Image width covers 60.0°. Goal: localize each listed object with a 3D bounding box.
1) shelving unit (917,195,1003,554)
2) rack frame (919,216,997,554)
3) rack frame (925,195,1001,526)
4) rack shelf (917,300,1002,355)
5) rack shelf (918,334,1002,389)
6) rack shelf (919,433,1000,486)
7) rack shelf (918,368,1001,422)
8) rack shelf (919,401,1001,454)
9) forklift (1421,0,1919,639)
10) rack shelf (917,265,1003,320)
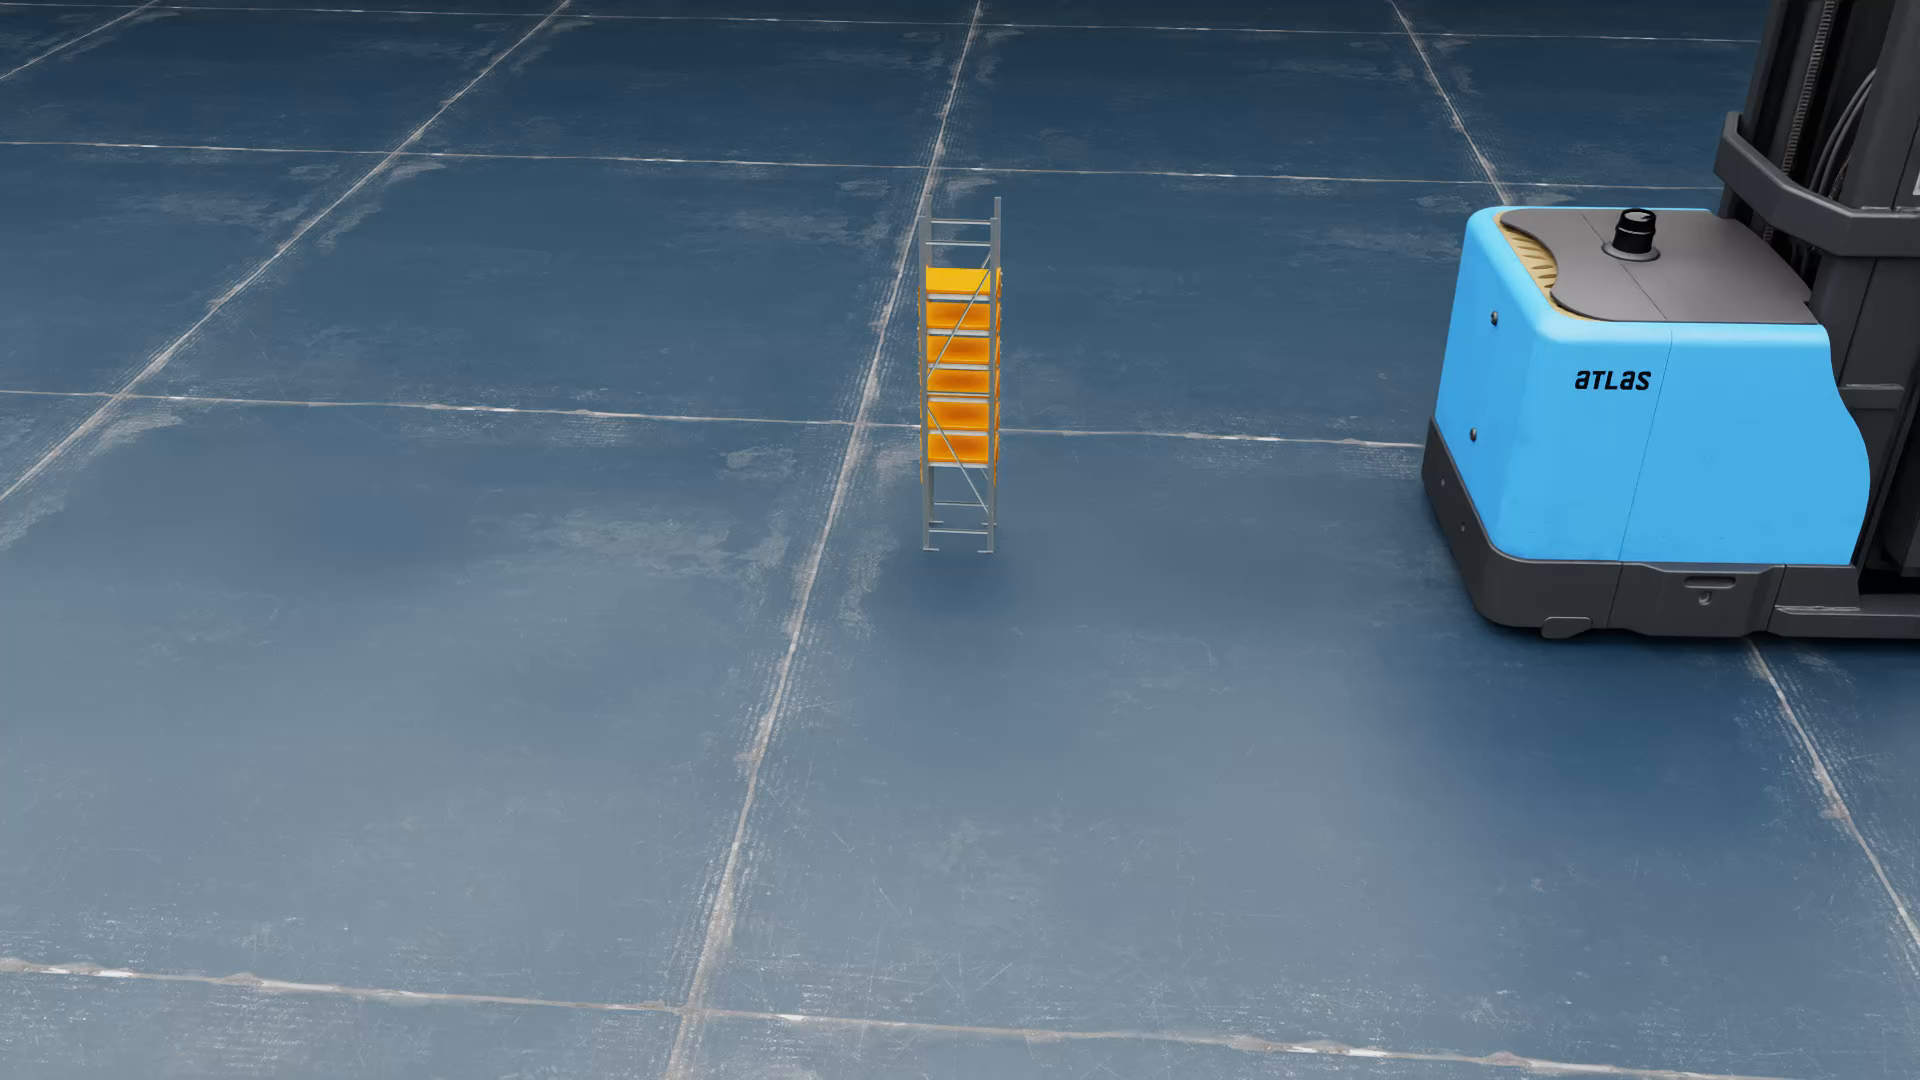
[{"bbox_3d":[0.001,-0.518,5.447,0.258,1.200,0.189,2,32,4],"label":"shelving unit"},{"bbox_3d":[-0.006,-0.471,5.370,0.240,1.200,0.006,2,32,4],"label":"rack frame"},{"bbox_3d":[0.009,-0.566,5.525,0.240,1.200,0.006,2,32,4],"label":"rack frame"},{"bbox_3d":[0.001,-0.685,5.345,0.258,0.103,0.180,2,32,4],"label":"rack shelf"},{"bbox_3d":[0.001,-0.583,5.408,0.258,0.103,0.180,2,32,4],"label":"rack shelf"},{"bbox_3d":[0.001,-0.276,5.597,0.258,0.103,0.180,2,32,4],"label":"rack shelf"},{"bbox_3d":[0.001,-0.481,5.471,0.258,0.103,0.180,2,32,4],"label":"rack shelf"},{"bbox_3d":[0.001,-0.378,5.534,0.258,0.103,0.180,2,32,4],"label":"rack shelf"},{"bbox_3d":[3.160,-1.168,4.852,3.031,2.935,1.130,1,32,1],"label":"forklift"},{"bbox_3d":[0.001,-0.787,5.282,0.258,0.103,0.180,2,32,4],"label":"rack shelf"}]
